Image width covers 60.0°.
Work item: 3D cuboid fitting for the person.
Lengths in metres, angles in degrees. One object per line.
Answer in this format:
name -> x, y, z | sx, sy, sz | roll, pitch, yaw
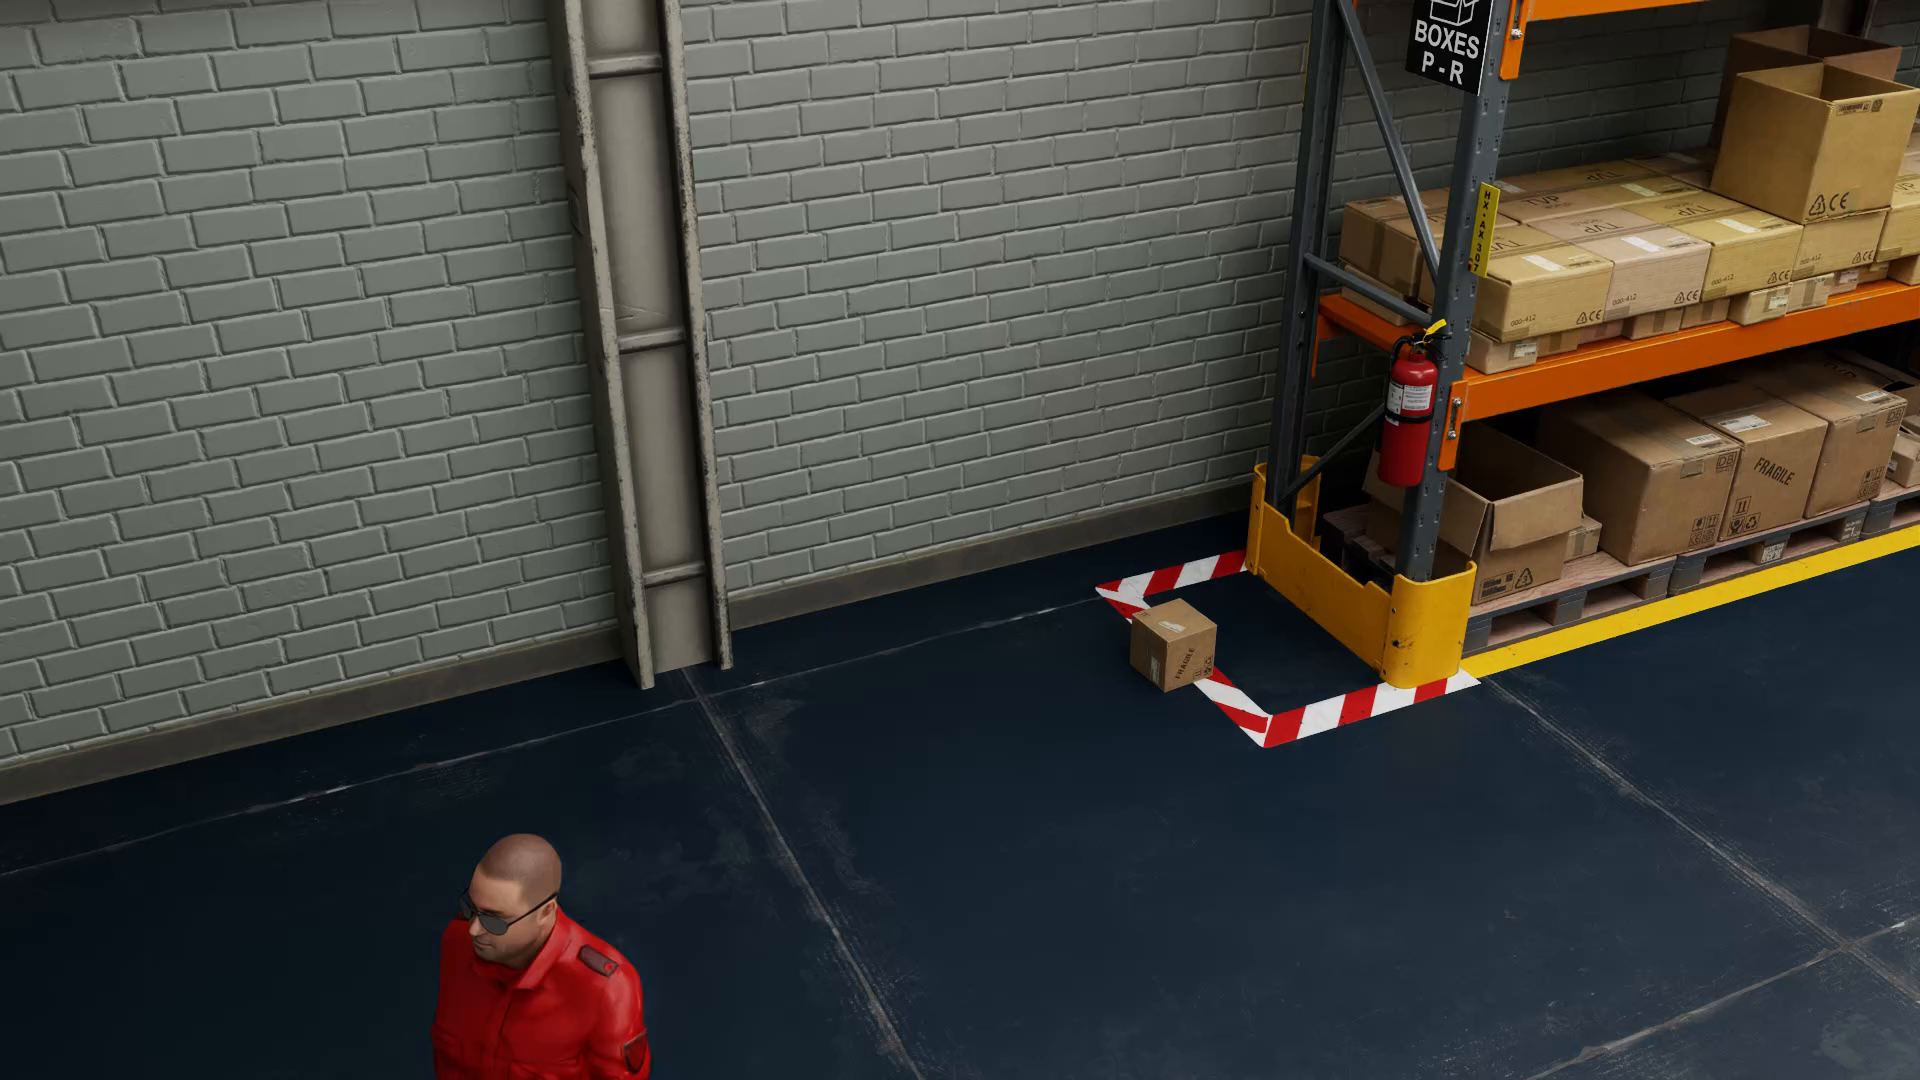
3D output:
person -> -0.940, 1.413, 3.599 | 0.546, 1.692, 0.923 | 11, 31, 19
